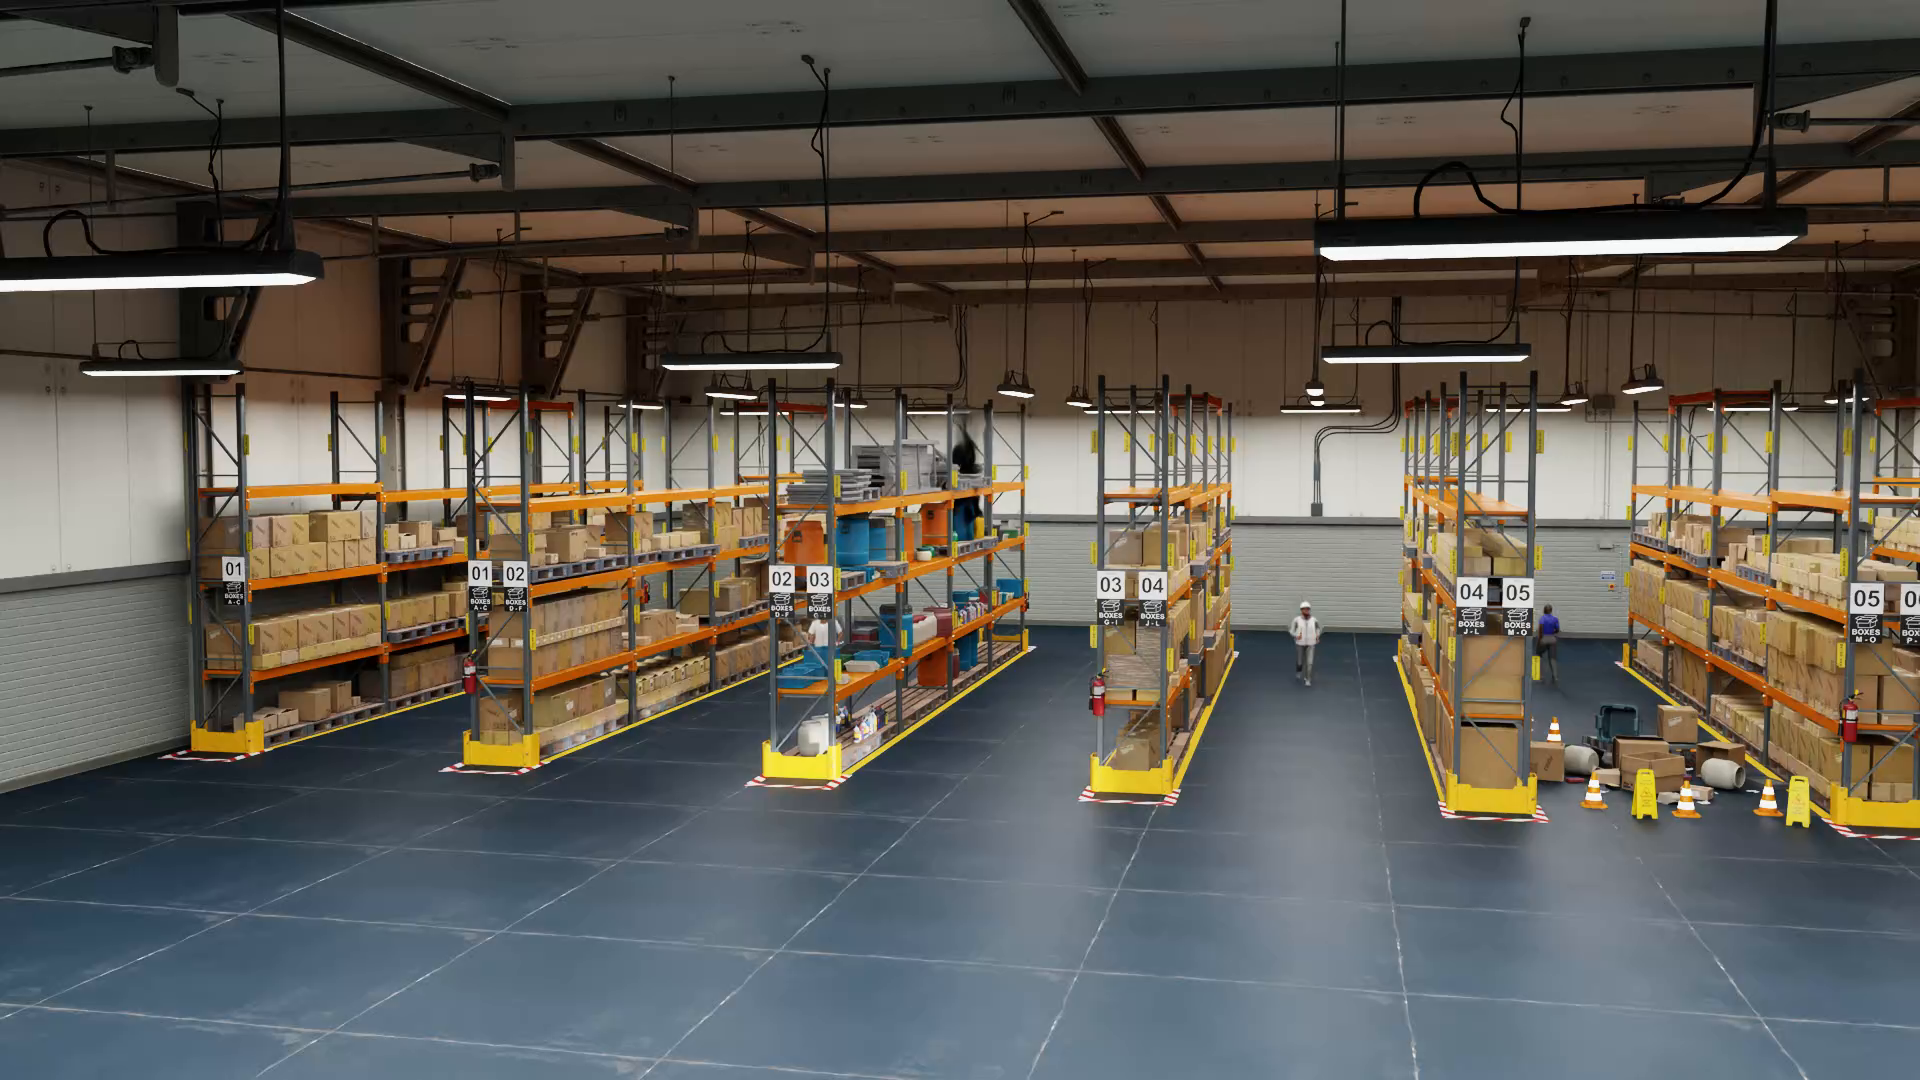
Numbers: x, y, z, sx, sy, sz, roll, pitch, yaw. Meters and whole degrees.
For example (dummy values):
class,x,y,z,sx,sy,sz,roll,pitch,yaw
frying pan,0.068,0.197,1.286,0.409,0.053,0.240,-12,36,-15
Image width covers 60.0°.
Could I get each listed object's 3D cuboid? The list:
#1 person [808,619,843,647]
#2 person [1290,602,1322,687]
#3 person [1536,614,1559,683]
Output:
class,x,y,z,sx,sy,sz,roll,pitch,yaw
person,-2.752,2.175,33.803,0.701,1.669,0.675,0,3,7
person,7.195,2.160,34.591,0.669,1.733,0.760,0,3,5
person,12.288,2.301,34.721,0.494,1.504,0.682,0,3,1
